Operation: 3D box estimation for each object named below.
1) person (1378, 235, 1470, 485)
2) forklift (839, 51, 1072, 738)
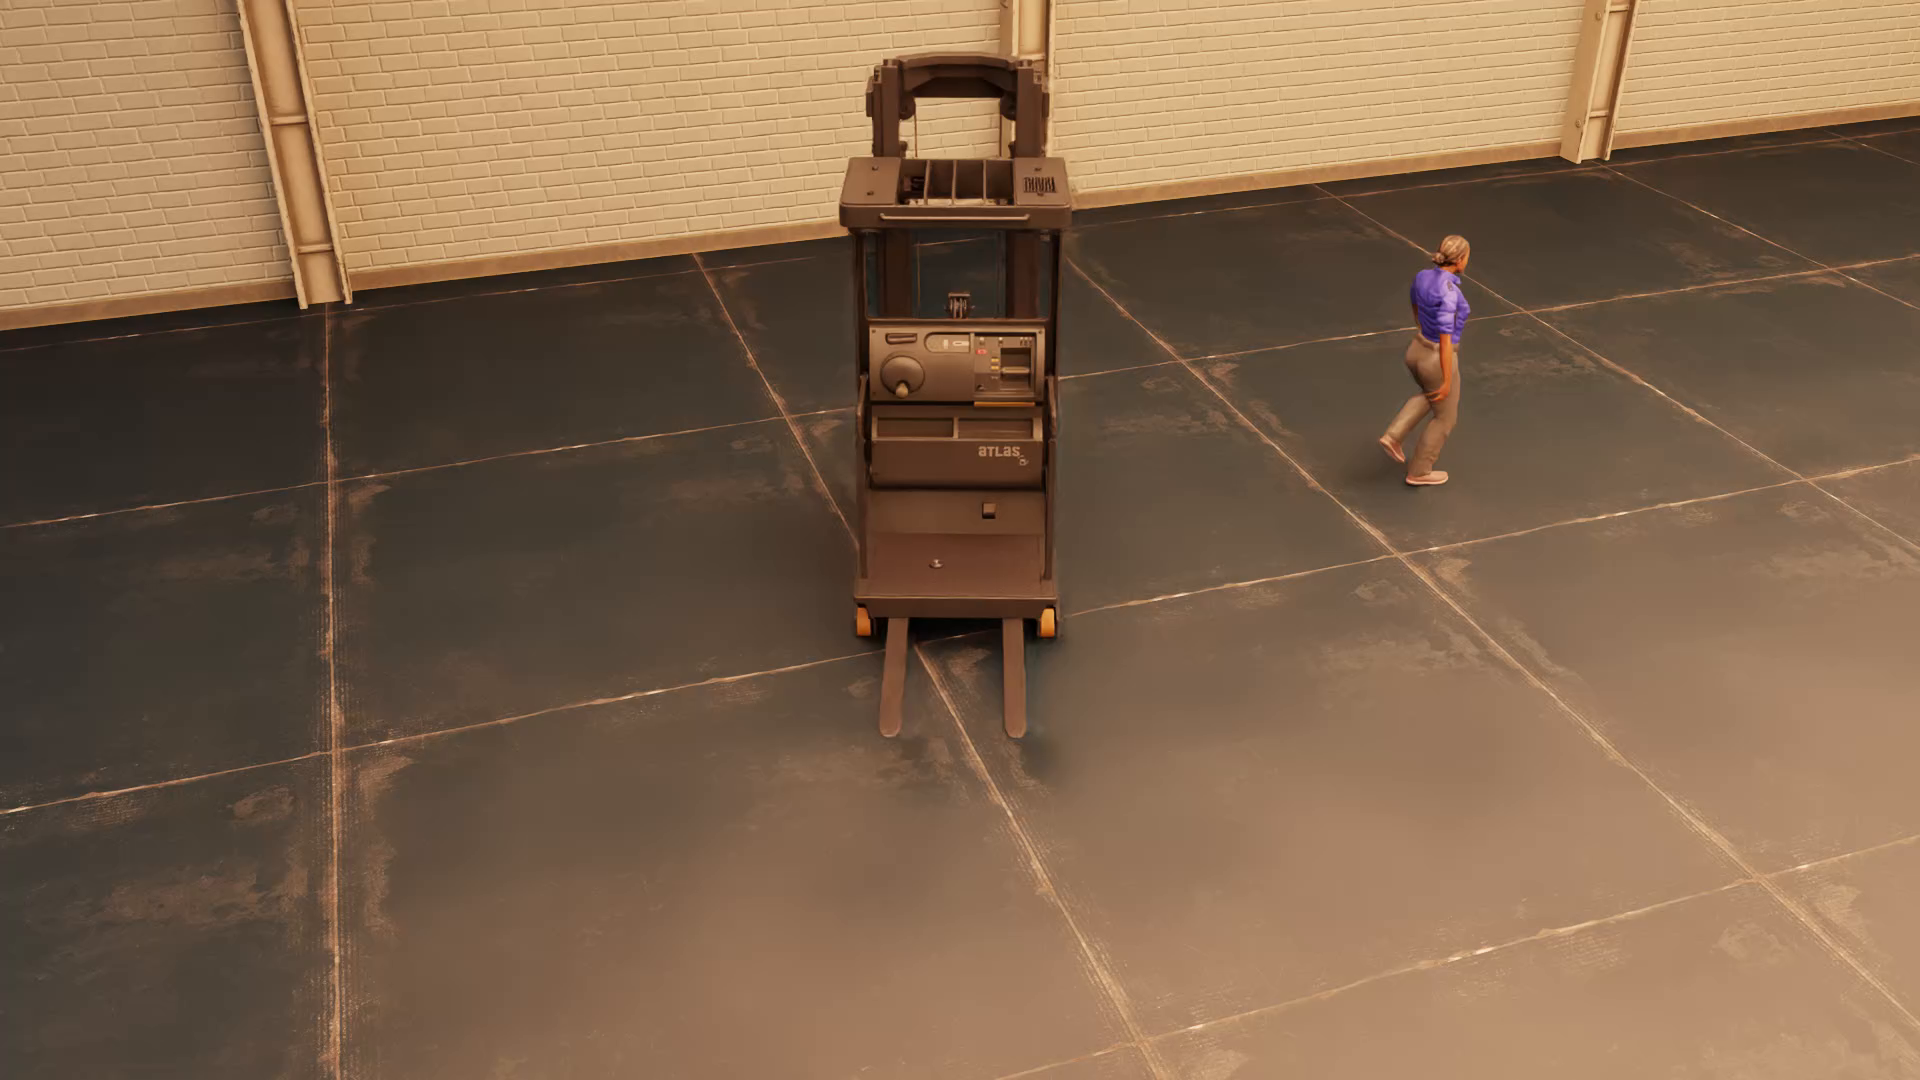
[{"bbox_3d":[2.948,-1.114,10.324,0.463,1.640,0.629,-9,31,-15],"label":"person"},{"bbox_3d":[-0.017,-0.891,8.636,1.130,2.935,3.031,0,30,1],"label":"forklift"}]
